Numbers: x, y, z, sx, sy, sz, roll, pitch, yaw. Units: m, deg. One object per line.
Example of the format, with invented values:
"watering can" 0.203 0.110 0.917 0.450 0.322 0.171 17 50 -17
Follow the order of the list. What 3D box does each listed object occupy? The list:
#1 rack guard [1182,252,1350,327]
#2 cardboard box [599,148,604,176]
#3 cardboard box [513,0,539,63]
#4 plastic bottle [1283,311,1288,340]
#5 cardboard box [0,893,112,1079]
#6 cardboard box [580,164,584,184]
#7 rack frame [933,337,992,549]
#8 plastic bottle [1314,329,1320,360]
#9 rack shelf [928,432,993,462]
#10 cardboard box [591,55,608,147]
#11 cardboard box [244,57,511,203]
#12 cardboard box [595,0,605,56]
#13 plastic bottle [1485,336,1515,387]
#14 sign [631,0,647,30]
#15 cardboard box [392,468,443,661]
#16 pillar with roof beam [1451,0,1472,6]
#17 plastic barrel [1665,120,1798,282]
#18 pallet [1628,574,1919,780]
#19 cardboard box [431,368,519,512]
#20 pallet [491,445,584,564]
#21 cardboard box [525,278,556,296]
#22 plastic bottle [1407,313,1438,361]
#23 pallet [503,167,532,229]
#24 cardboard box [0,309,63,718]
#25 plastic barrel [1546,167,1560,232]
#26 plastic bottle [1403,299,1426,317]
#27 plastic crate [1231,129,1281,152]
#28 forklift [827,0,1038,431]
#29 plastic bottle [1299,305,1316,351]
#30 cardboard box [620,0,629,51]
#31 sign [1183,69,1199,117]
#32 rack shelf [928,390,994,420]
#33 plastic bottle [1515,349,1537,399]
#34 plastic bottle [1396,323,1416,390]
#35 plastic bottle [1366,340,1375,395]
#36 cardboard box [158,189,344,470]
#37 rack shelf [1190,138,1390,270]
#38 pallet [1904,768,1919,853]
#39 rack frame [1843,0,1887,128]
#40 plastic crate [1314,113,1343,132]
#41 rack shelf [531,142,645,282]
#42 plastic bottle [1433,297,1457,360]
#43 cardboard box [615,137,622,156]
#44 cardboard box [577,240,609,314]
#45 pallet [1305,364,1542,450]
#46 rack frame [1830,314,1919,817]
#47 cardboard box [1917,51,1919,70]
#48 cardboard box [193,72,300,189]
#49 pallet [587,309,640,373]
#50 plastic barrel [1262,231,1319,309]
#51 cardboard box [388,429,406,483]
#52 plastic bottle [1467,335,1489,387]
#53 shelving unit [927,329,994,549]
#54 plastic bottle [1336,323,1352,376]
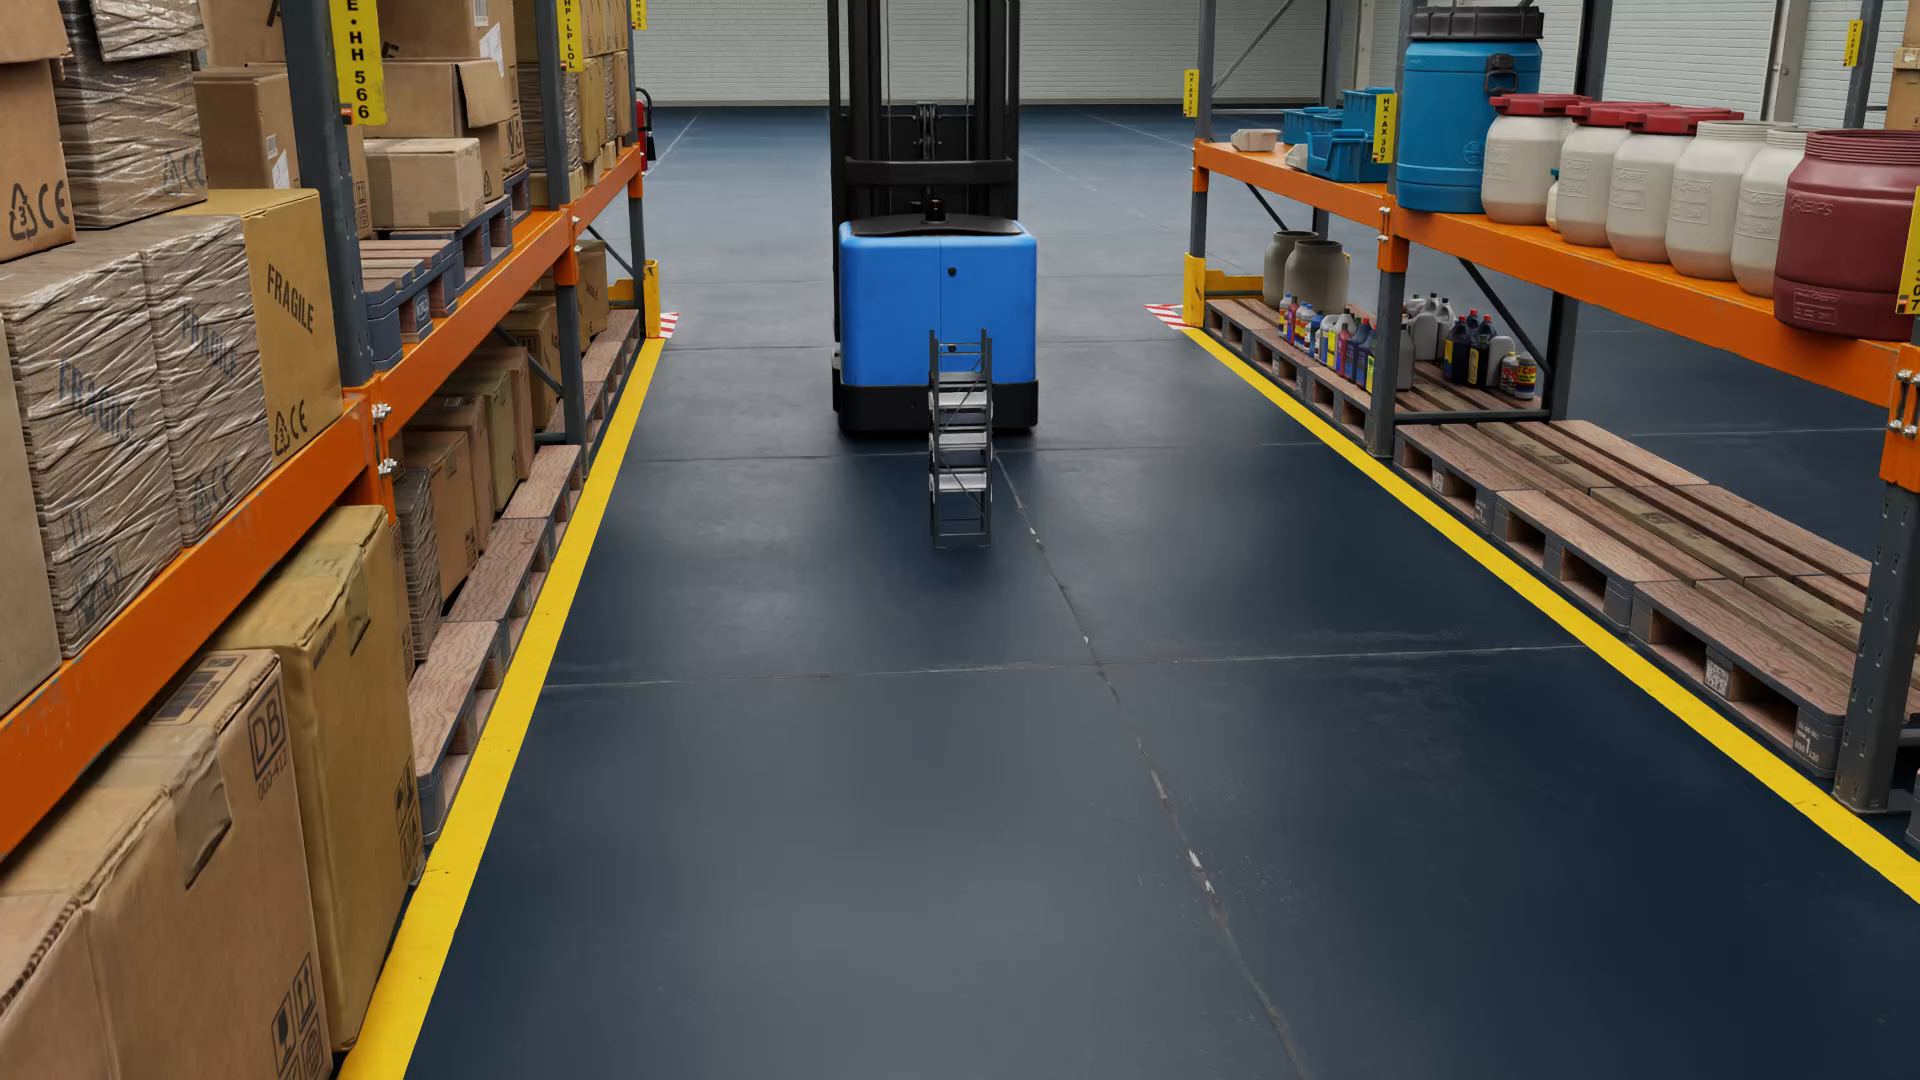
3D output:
"rack guard" 2.248 -1.853 12.245 1.175 0.500 0.348 -2 18 -6
"cardboard box" -2.211 -2.122 9.348 0.380 0.149 0.250 -2 18 -6
"cardboard box" -2.114 -2.531 7.898 0.500 0.500 0.500 -2 18 -6
"plastic bottle" 2.081 -1.361 10.442 0.097 0.201 0.097 0 17 0
"cardboard box" -1.674 1.018 1.772 1.225 0.875 0.875 -2 18 -8
"cardboard box" -2.109 -1.824 8.399 0.380 0.149 0.250 -2 18 -6
"rack frame" 0.011 -0.397 6.938 0.240 0.900 0.006 -2 18 -6
"plastic bottle" 2.148 -1.169 9.831 0.097 0.201 0.097 0 17 0
"rack shelf" 0.001 -0.395 7.045 0.258 0.077 0.200 -2 18 -6
"cardboard box" -2.484 -2.494 9.450 0.875 0.500 0.500 -2 18 -6
"cardboard box" -2.050 -1.458 5.941 0.797 0.503 0.637 0 17 0
"cardboard box" -2.280 -2.977 9.320 0.500 0.500 0.500 -2 18 -6
"plastic bottle" 2.949 -0.990 9.134 0.152 0.276 0.135 -1 17 -4
"sign" -2.179 -3.628 11.266 0.100 0.325 0.005 -2 18 -6
"cardboard box" -2.067 0.088 5.327 0.700 0.500 0.500 -3 18 -10
"pillar with roof beam" 6.223 -13.071 33.788 9.100 9.000 0.400 -2 18 -6
"plastic barrel" 2.657 -1.162 5.685 0.421 0.512 0.421 0 17 0
"pallet" 2.978 0.415 5.503 1.003 0.211 1.213 -2 18 -6
"cardboard box" -2.248 -0.413 6.924 0.700 0.500 0.500 -2 18 -6
"pallet" -2.238 -0.160 7.334 1.003 0.211 1.213 -2 18 -6
"cardboard box" -2.530 -1.203 9.474 0.500 0.500 0.500 -3 18 -11
"plastic bottle" 2.728 -1.210 9.835 0.152 0.276 0.135 -2 18 -6
"pallet" -2.386 -1.399 6.944 1.003 0.211 1.213 -2 18 -6
"cardboard box" -1.456 0.016 1.951 0.500 0.500 0.500 -1 17 -5
"plastic barrel" 2.590 -1.410 6.892 0.301 0.262 0.301 0 17 0
"plastic bottle" 2.818 -1.368 10.339 0.152 0.276 0.135 -2 18 -5
"plastic crate" 1.966 -2.665 11.097 0.298 0.136 0.250 -2 18 -6
"forklift" -0.227 -2.368 9.826 1.130 2.935 3.031 -1 17 -5
"plastic bottle" 2.116 -1.293 10.110 0.097 0.271 0.097 0 17 0
"cardboard box" -2.430 -3.424 10.744 0.500 0.500 0.500 -2 18 -6
"sign" 1.646 -3.183 11.847 0.100 0.325 0.005 -2 18 -6
"rack shelf" 0.001 -0.567 6.991 0.258 0.077 0.200 -2 18 -6
"plastic bottle" 3.010 -0.892 8.831 0.097 0.271 0.097 0 17 0
"plastic bottle" 2.397 -1.009 9.070 0.144 0.351 0.185 -2 18 -6
"plastic bottle" 2.229 -0.922 8.907 0.061 0.283 0.133 -1 17 -3
"cardboard box" -1.610 -0.439 3.400 0.500 0.500 0.500 -1 17 -4
"rack shelf" 2.400 -2.128 10.148 1.077 0.370 4.000 -2 18 -6
"pallet" 3.142 0.881 4.020 1.003 0.211 1.213 -2 18 -6
"rack frame" 7.121 -3.219 12.422 1.000 3.000 0.127 -2 18 -6
"plastic crate" 2.604 -2.663 10.898 0.499 0.251 0.408 -2 18 -6
"rack shelf" -2.526 -1.975 9.661 1.077 0.370 4.000 -2 18 -6
"plastic bottle" 2.873 -1.258 9.863 0.144 0.351 0.185 -2 18 -6
"cardboard box" -2.396 -2.568 10.769 0.380 0.149 0.250 -2 18 -6
"cardboard box" -2.685 -1.735 11.168 0.500 0.500 0.500 1 17 5
"pallet" 2.579 -0.746 9.202 1.003 0.211 1.213 -2 18 -6
"rack frame" 3.019 -0.684 4.346 1.000 3.000 0.127 -2 18 -6
"cardboard box" 6.977 -3.374 11.666 0.380 0.149 0.250 -2 18 -7
"cardboard box" -2.003 -0.938 4.290 0.500 0.500 0.500 -4 18 -12
"pallet" -2.676 -1.318 11.022 1.003 0.211 1.213 -2 18 -6
"plastic barrel" 2.338 -1.887 11.631 0.421 0.512 0.421 0 17 0
"cardboard box" -2.071 -0.262 5.191 0.500 0.250 0.500 0 17 1
"plastic bottle" 2.843 -0.990 9.122 0.061 0.283 0.133 -2 18 -6
"shelving unit" 0.001 -0.427 7.035 0.258 0.900 0.210 -2 18 -6
"plastic bottle" 2.175 -1.077 9.399 0.061 0.283 0.133 -1 17 -2
